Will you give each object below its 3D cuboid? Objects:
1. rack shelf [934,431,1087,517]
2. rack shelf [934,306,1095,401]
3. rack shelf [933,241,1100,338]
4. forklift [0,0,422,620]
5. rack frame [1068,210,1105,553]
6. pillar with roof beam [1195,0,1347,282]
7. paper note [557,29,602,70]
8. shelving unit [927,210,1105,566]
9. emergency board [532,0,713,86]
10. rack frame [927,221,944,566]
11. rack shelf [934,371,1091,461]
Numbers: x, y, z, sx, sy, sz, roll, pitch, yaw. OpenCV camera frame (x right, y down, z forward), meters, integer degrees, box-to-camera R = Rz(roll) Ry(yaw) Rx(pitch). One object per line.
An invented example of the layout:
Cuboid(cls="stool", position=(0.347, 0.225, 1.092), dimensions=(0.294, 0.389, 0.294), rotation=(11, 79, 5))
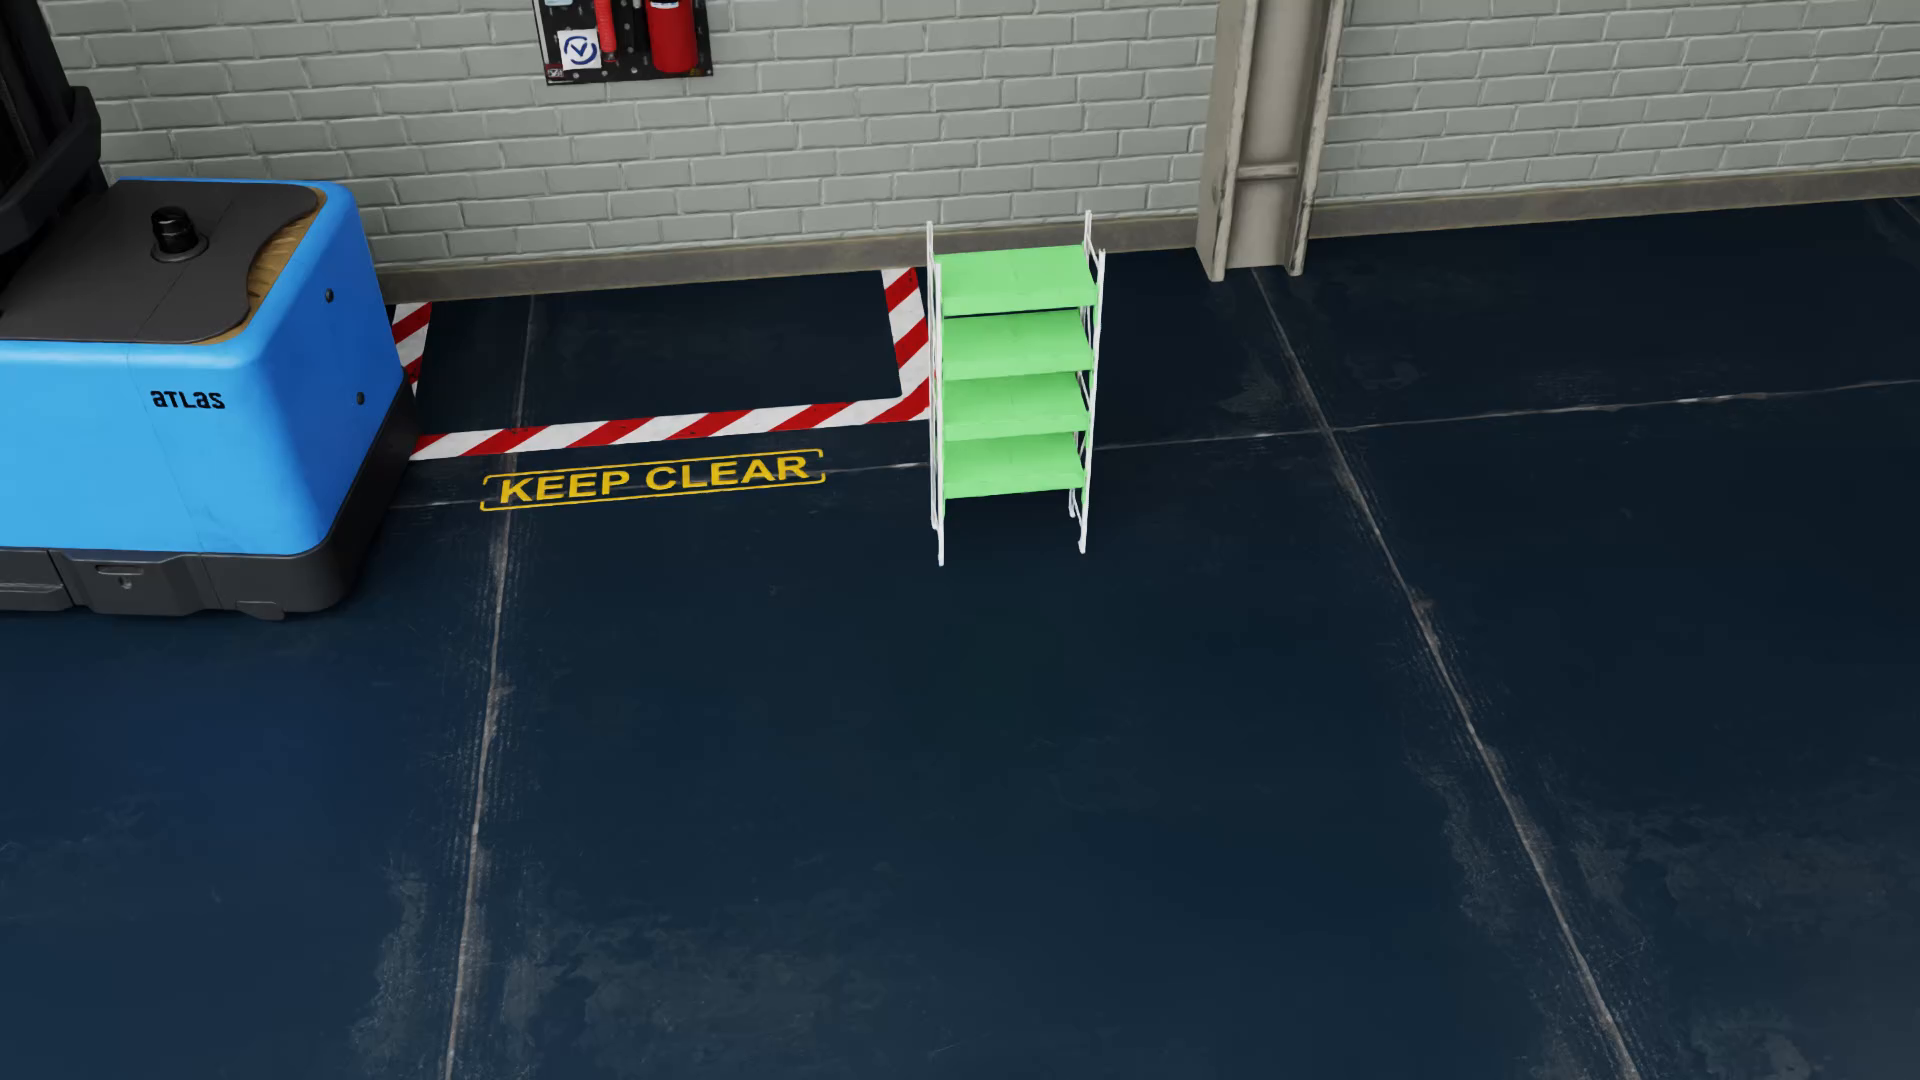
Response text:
Cuboid(cls="rack shelf", position=(0.164, -0.234, 5.568), dimensions=(0.480, 0.148, 0.258), rotation=(-5, 42, -6))
Cuboid(cls="rack shelf", position=(0.164, -0.591, 5.246), dimensions=(0.480, 0.148, 0.258), rotation=(-5, 42, -6))
Cuboid(cls="rack shelf", position=(0.164, -0.769, 5.085), dimensions=(0.480, 0.148, 0.258), rotation=(-5, 42, -6))
Cuboid(cls="forklift", position=(-3.501, -1.195, 4.886), dimensions=(3.031, 2.935, 1.130), rotation=(2, 42, 2))
Cuboid(cls="rack frame", position=(0.406, -0.481, 5.388), dimensions=(0.015, 1.200, 0.240), rotation=(-5, 42, -6))
Cuboid(cls="pillar with roof beam", position=(1.782, -1.681, 0.895), dimensions=(0.400, 9.000, 9.100), rotation=(-5, 42, -6))
Cuboid(cls="paper note", position=(-1.416, -1.826, 6.193), dimensions=(0.142, 0.148, 0.016), rotation=(-5, 42, -6))
Cuboid(cls="shelving unit", position=(0.164, -0.460, 5.364), dimensions=(0.503, 1.200, 0.258), rotation=(-5, 42, -6))
Cuboid(cls="emergency board", position=(-1.232, -2.123, 5.864), dimensions=(0.643, 1.169, 0.194), rotation=(-5, 42, -6))
Cuboid(cls="rack frame", position=(-0.078, -0.439, 5.341), dimensions=(0.015, 1.200, 0.240), rotation=(-5, 42, -6))
Cuboid(cls="rack shelf", position=(0.164, -0.412, 5.407), dimensions=(0.480, 0.148, 0.258), rotation=(-5, 42, -6))
